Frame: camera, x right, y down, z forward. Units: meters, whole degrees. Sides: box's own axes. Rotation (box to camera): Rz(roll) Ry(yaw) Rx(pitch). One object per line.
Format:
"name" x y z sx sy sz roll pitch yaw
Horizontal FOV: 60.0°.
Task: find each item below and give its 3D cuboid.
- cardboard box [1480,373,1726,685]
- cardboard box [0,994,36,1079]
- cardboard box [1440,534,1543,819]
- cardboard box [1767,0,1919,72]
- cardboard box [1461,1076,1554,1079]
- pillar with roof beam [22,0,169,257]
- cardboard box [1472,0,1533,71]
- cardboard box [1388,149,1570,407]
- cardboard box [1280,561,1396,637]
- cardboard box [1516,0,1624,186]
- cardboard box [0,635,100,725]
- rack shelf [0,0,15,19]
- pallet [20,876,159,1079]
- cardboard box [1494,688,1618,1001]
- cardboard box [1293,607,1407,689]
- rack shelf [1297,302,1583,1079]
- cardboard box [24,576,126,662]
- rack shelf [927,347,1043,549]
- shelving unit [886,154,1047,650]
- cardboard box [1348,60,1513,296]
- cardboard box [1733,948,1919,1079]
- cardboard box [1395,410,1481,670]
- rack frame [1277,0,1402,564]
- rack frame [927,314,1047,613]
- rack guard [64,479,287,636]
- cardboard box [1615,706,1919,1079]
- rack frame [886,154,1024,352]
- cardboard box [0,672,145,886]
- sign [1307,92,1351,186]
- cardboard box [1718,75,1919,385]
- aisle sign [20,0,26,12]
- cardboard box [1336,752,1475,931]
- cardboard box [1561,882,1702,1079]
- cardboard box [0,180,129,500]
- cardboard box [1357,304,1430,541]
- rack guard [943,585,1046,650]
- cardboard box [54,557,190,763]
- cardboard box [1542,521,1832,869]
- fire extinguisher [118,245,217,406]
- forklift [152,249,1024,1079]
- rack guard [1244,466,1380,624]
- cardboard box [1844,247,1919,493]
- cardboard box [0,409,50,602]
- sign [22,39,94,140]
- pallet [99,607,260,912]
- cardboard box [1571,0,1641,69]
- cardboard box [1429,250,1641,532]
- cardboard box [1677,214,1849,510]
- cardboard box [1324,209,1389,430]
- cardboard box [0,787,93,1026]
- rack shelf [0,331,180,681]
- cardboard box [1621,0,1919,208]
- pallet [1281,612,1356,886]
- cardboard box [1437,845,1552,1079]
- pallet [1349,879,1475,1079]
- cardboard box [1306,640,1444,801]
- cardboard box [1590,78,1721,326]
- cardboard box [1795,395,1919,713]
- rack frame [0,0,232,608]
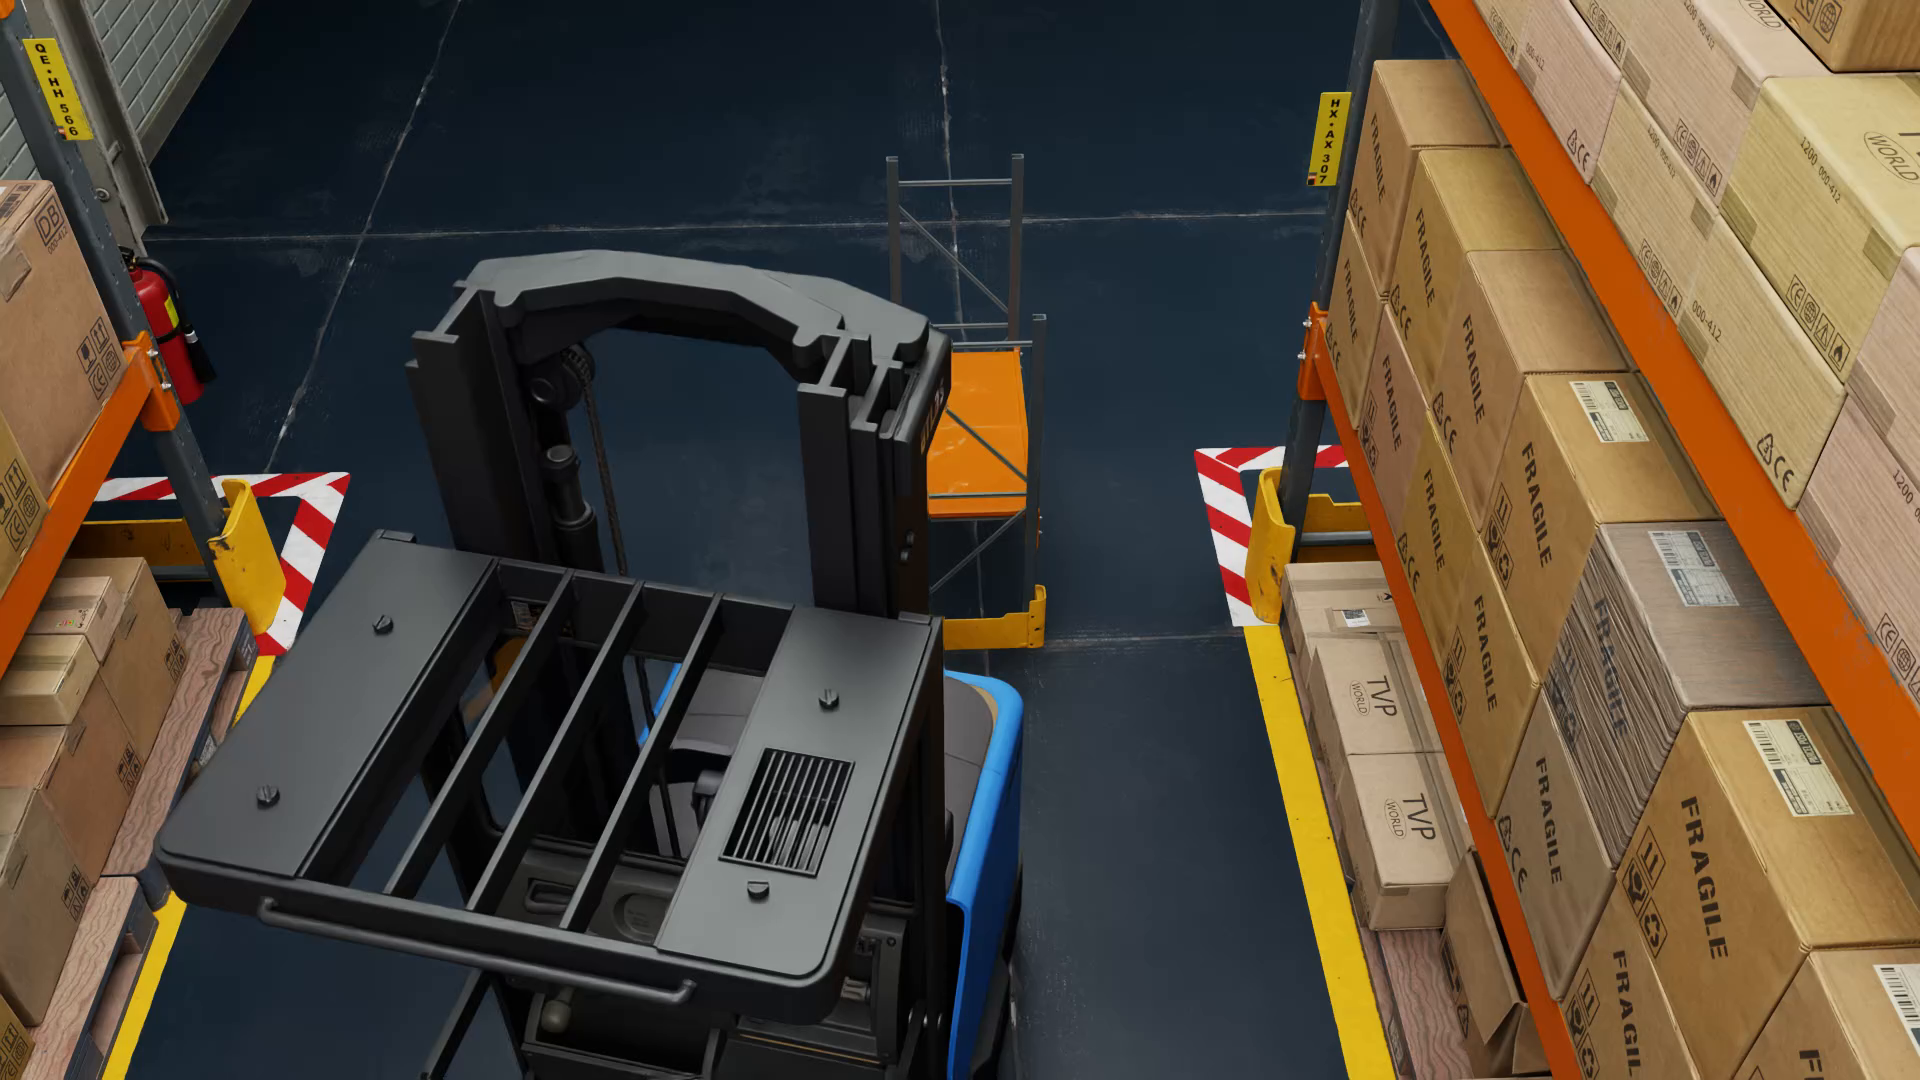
"cardboard box" 1.539 -0.030 3.749 0.500 0.500 0.500 -2 43 -2
"cardboard box" -3.031 1.453 4.484 0.700 0.500 0.500 -1 43 -1
"cardboard box" 1.535 0.330 4.096 0.500 0.500 0.500 -1 43 -1
"cardboard box" 1.746 -1.115 2.713 0.700 0.500 0.500 -2 43 -2
"cardboard box" 1.545 1.681 4.360 0.500 0.311 0.500 -2 43 -2
"pillar with roof beam" 0.088 -4.953 5.494 9.100 9.000 0.400 -2 43 -2
"cardboard box" 1.491 -1.324 3.865 0.500 0.250 0.500 -2 43 -2
"cardboard box" 1.500 -0.711 4.492 0.500 0.500 0.500 -1 43 -1
"cardboard box" 1.389 0.216 6.079 0.380 0.149 0.250 -2 43 -2
"cardboard box" 1.514 -0.986 3.497 0.500 0.250 0.500 -2 43 -2
"cardboard box" -2.906 0.431 5.119 0.380 0.149 0.250 -1 43 -1
"rack shelf" -3.149 -0.311 3.182 1.077 0.370 4.000 -2 43 -2
"pallet" -3.073 1.567 4.885 1.003 0.211 1.213 -2 43 -2
"cardboard box" 1.560 0.674 3.721 0.500 0.500 0.500 -1 43 -1
"cardboard box" 1.400 0.378 5.888 0.380 0.166 0.250 -2 43 -2
"rack shelf" 1.800 0.650 4.353 1.077 0.370 4.000 -2 43 -2
"cardboard box" -2.917 0.258 5.307 0.380 0.149 0.250 -2 43 -2
"rack shelf" 0.004 -0.363 6.302 0.538 0.185 1.000 -2 43 -2
"shelving unit" 0.003 -0.501 6.187 0.587 1.500 1.083 -2 43 -2
"cardboard box" 1.470 -1.063 4.876 0.500 0.500 0.500 0 43 0
"cardboard box" 1.605 0.996 2.630 0.500 0.500 0.500 -1 43 -2
"cardboard box" 1.516 -0.008 4.465 0.500 0.500 0.500 -2 43 -2
"rack frame" 1.715 -0.965 5.583 1.000 3.000 0.127 -2 43 -2
"rack frame" 0.025 -0.152 5.806 0.500 1.500 0.032 -2 43 -2
"rack guard" -3.235 0.085 6.288 1.175 0.500 0.348 -2 43 -2
"cardboard box" 1.580 0.650 3.007 0.500 0.500 0.500 -2 43 -3
"rack frame" -0.018 -0.838 6.555 0.500 1.500 0.032 -2 43 -2
"cardboard box" -3.083 0.754 5.247 0.700 0.500 0.500 -2 43 -2
"sign" 1.173 -1.269 5.273 0.100 0.325 0.005 -2 43 -2
"cardboard box" 1.556 -0.495 2.592 0.500 0.250 0.500 -2 43 -2
"aisle sign" -2.938 -1.836 4.609 0.394 0.787 0.004 -2 43 -2
"cardboard box" 1.497 0.937 5.218 0.500 0.250 0.500 -2 43 -2
"cardboard box" 1.584 1.020 3.343 0.500 0.500 0.500 -1 43 -1
"cardboard box" -3.203 -0.587 4.949 0.980 0.700 0.700 0 43 0
"cardboard box" 1.497 -0.347 4.834 0.500 0.500 0.500 -2 43 -2
"rack guard" 0.024 0.296 6.243 0.587 0.250 0.087 -2 43 -2
"cardboard box" -3.105 0.416 5.616 0.700 0.500 0.500 -2 43 -2
"cardboard box" 1.559 0.310 3.378 0.500 0.500 0.500 -1 43 -1
"fire extinguisher" -2.780 -0.770 5.703 0.296 0.674 0.183 -2 43 -2
"forklift" -0.624 1.015 3.473 1.130 2.935 3.031 9 43 9
"rack guard" 1.718 0.008 6.372 1.175 0.500 0.348 -2 43 -2
"cardboard box" 1.575 -0.158 2.223 0.500 0.250 0.500 -2 43 -2
"cardboard box" -3.161 -0.096 4.413 0.980 0.700 0.700 -2 43 -2
"sign" -2.692 -1.341 4.961 0.100 0.325 0.005 -2 43 -2
"pallet" -3.122 0.745 5.781 1.003 0.211 1.213 -2 43 -2
"cardboard box" 1.518 -1.171 3.328 0.500 0.250 0.500 -2 43 -2
"cardboard box" 1.516 -0.373 4.123 0.500 0.500 0.500 -1 43 -1
"cardboard box" 1.558 -0.311 2.761 0.500 0.250 0.500 -2 43 -2
"cardboard box" 1.470 -0.695 5.214 0.500 0.500 0.500 -1 43 -1
"cardboard box" -3.061 1.093 4.877 0.700 0.500 0.500 -3 43 -3
"rack shelf" -3.149 0.795 4.195 1.077 0.370 4.000 -2 43 -2
"cardboard box" 1.535 -0.833 2.960 0.500 0.250 0.500 -2 43 -2
"pallet" 1.753 0.652 5.882 1.003 0.211 1.213 -2 43 -2
"cardboard box" 1.800 1.225 4.715 0.797 0.503 0.637 -2 43 -2
"pallet" 1.802 1.474 4.986 1.003 0.211 1.213 -2 43 -2
"cardboard box" 1.476 0.599 5.586 0.500 0.250 0.500 -2 43 -2
"cardboard box" 1.541 -0.649 3.129 0.500 0.250 0.500 -2 43 -2
"cardboard box" 1.588 0.026 2.393 0.500 0.250 0.500 -2 43 -2
"rack frame" -3.234 -0.820 5.425 1.000 3.000 0.127 -2 43 -2
